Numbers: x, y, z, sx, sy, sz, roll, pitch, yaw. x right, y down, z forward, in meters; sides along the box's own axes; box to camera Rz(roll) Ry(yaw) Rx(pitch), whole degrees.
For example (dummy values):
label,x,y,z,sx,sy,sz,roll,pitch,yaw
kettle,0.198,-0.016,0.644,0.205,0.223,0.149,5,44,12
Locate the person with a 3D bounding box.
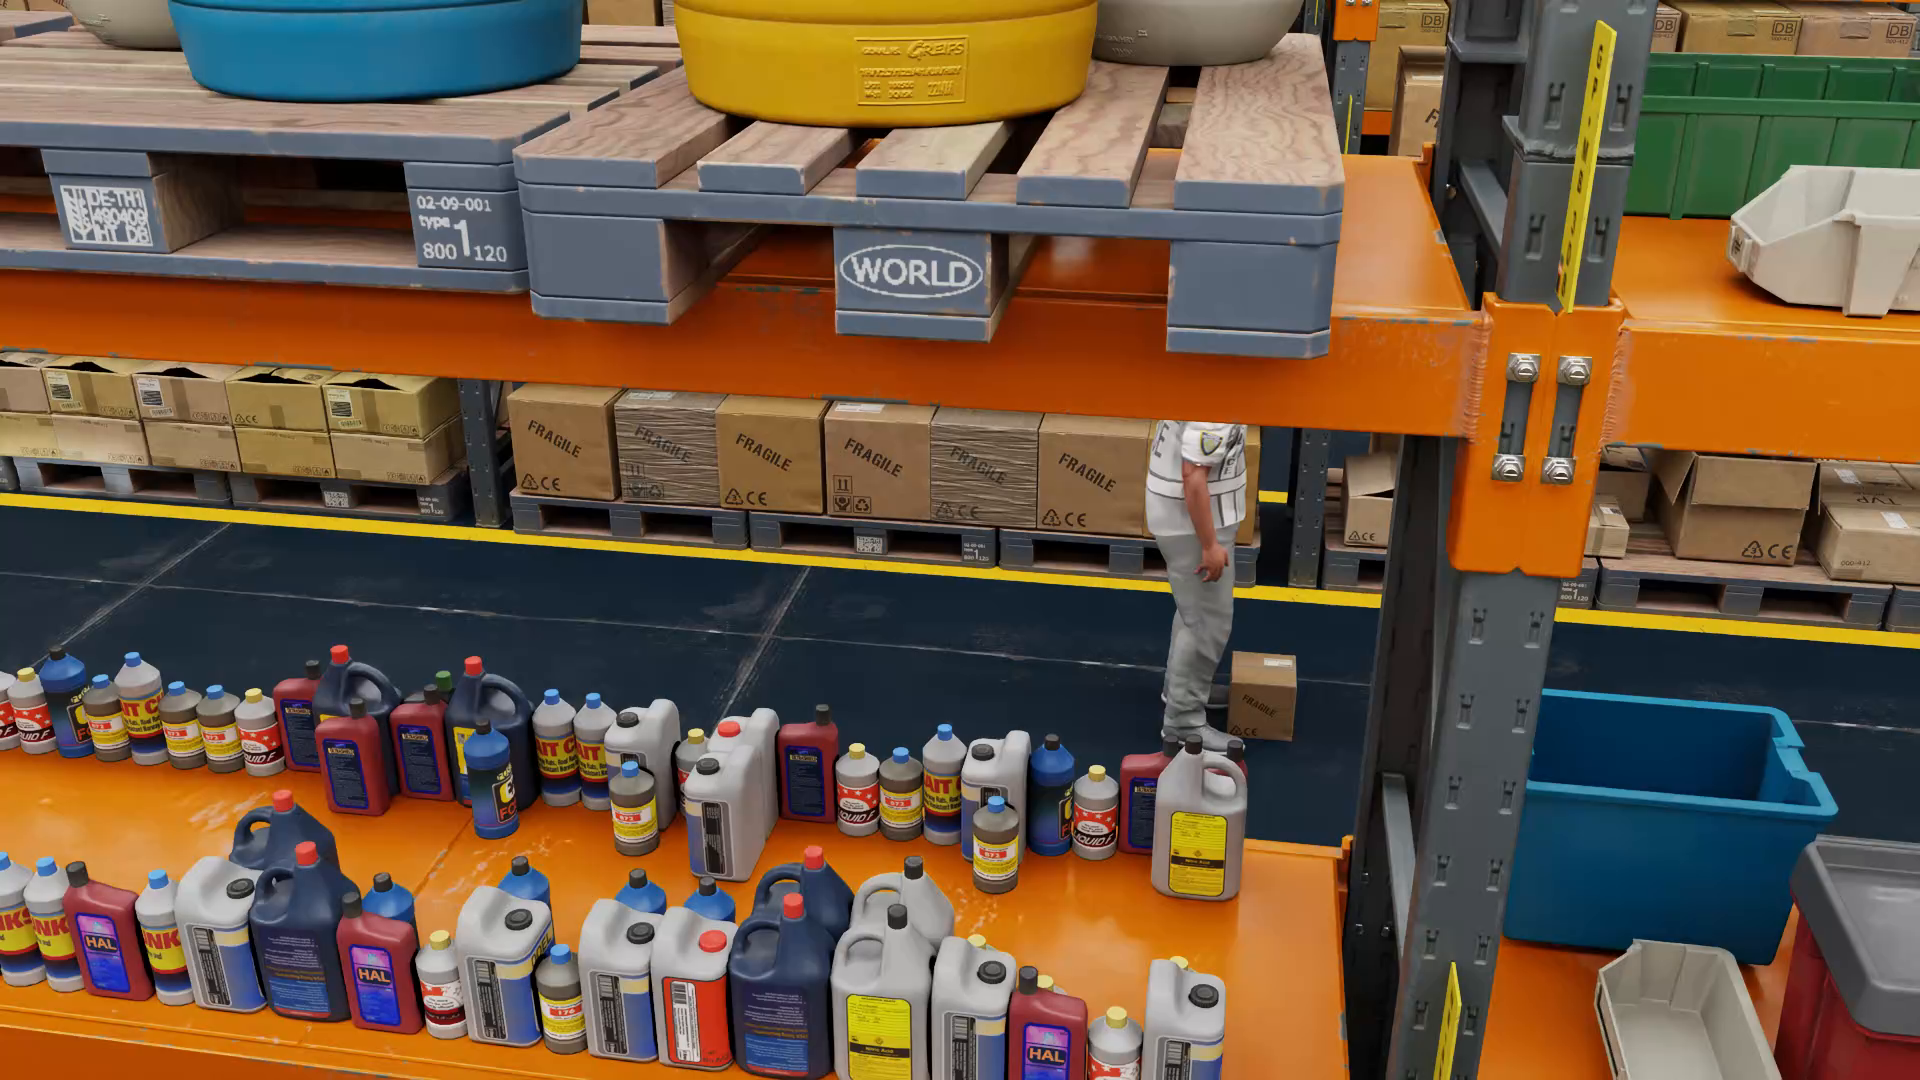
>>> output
label,x,y,z,sx,sy,sz,roll,pitch,yaw
person,0.917,-0.080,6.271,0.439,1.748,0.586,4,25,9
